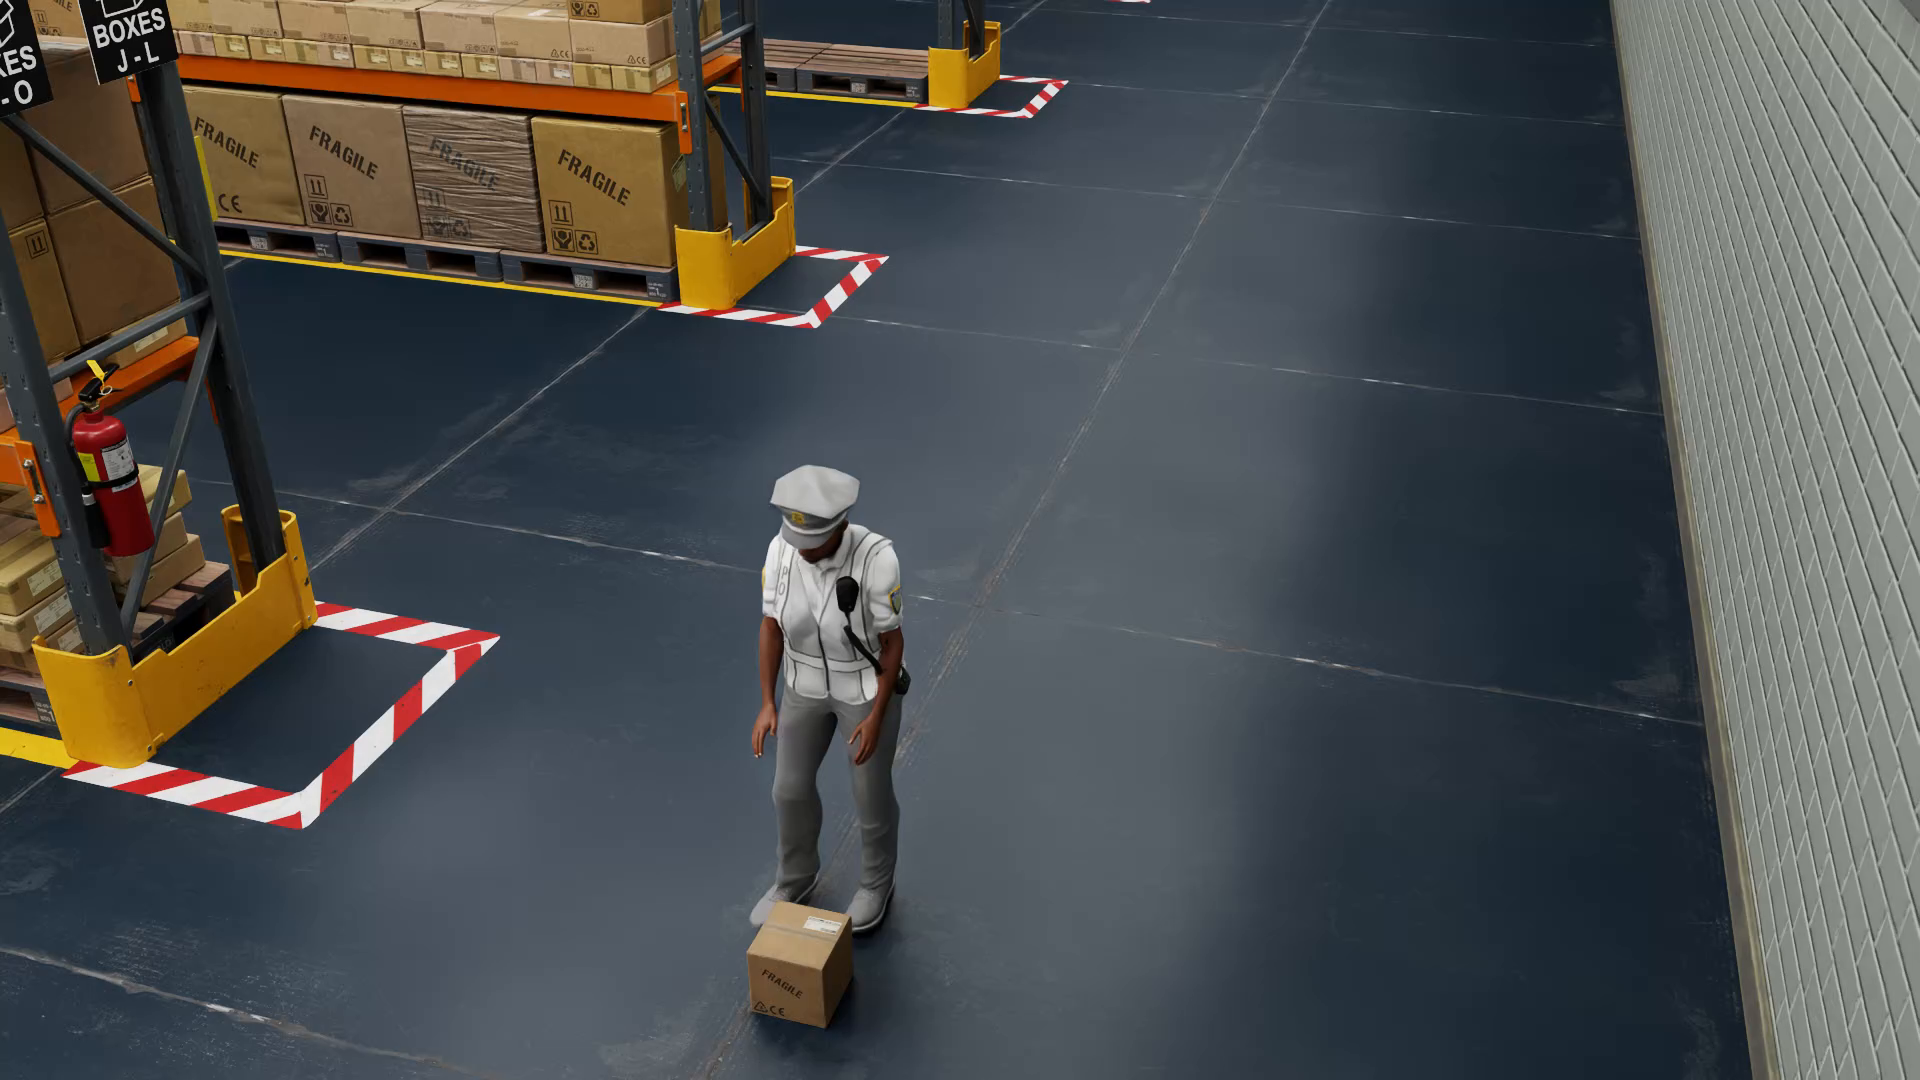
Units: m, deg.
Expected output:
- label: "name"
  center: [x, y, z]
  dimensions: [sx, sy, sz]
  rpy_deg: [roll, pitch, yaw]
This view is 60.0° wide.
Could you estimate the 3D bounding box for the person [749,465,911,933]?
- label: "person"
  center: [-0.424, 0.525, 5.209]
  dimensions: [0.512, 1.681, 0.493]
  rpy_deg: [9, 31, 15]
